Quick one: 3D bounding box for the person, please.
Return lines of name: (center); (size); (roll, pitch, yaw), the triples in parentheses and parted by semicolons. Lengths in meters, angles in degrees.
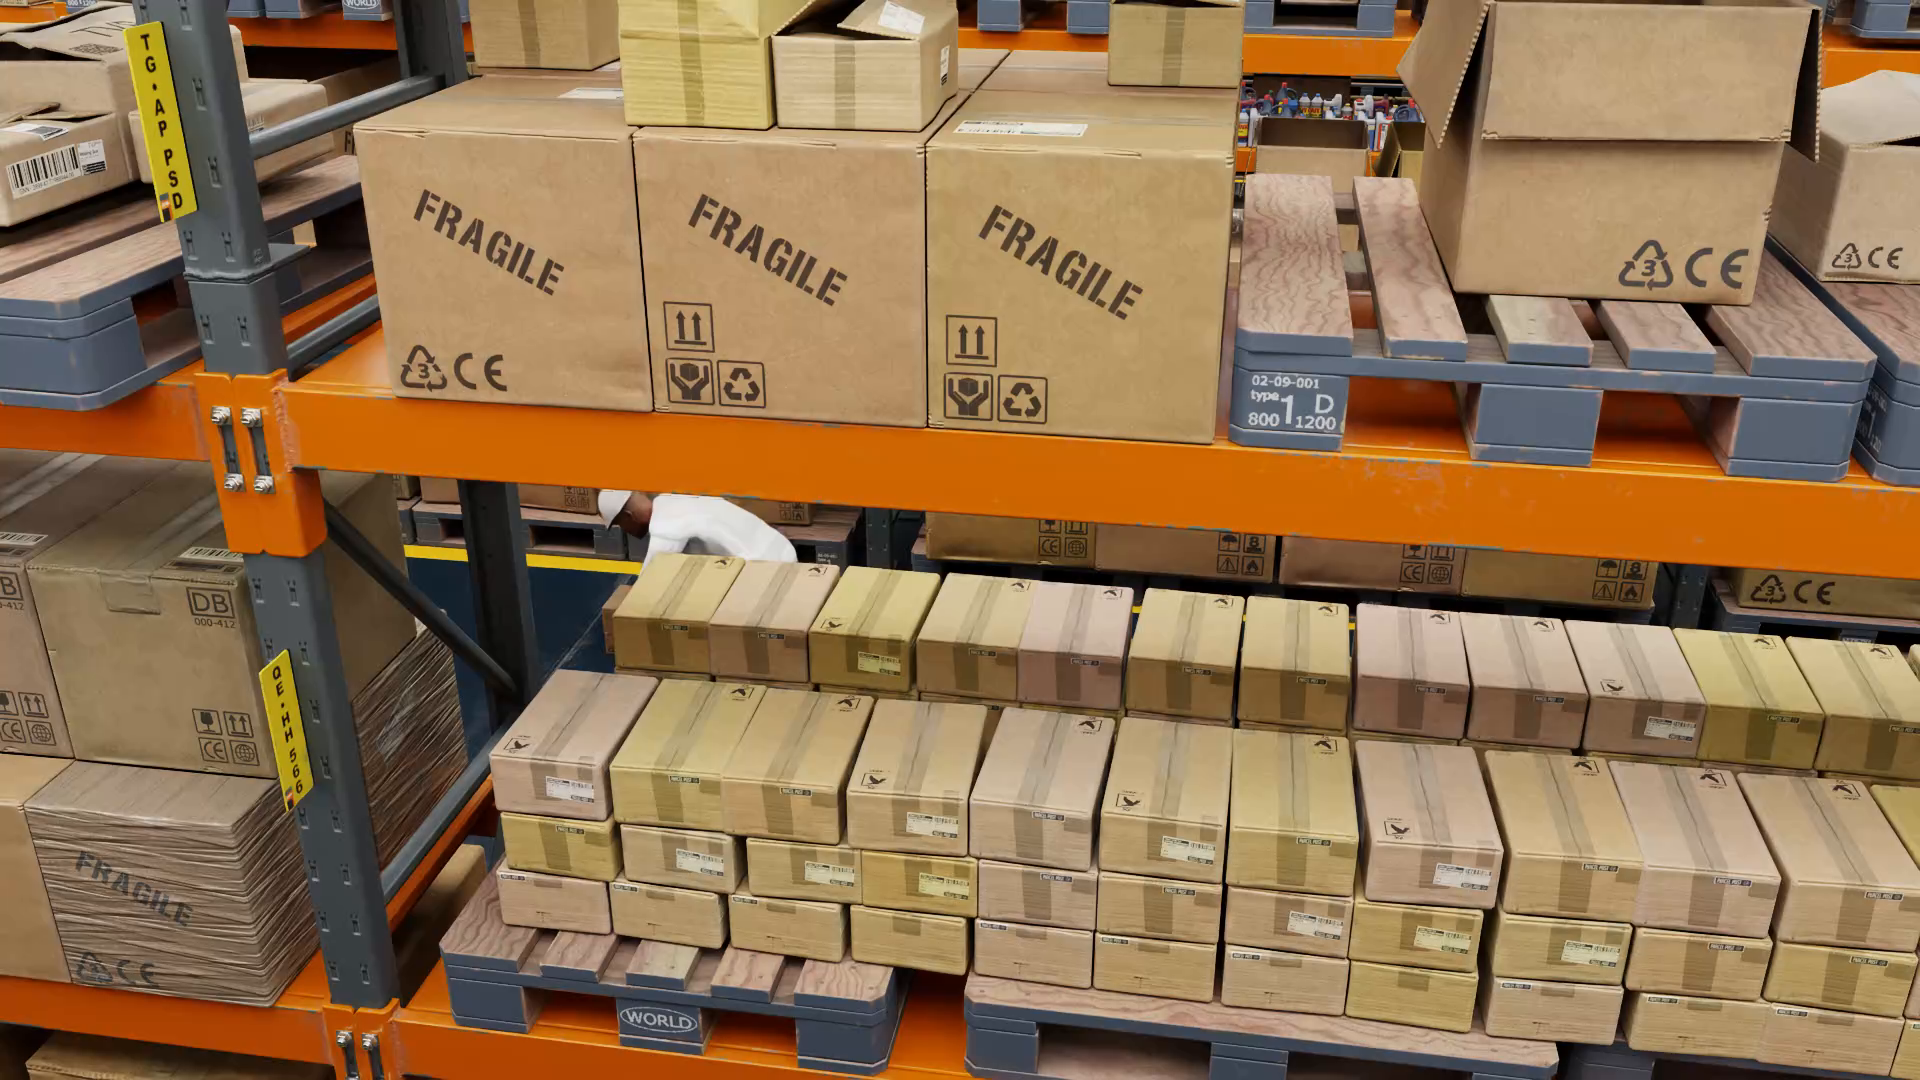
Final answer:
person: (-1.232, 0.141, 7.811); (0.896, 0.903, 0.568); (5, 25, 11)
